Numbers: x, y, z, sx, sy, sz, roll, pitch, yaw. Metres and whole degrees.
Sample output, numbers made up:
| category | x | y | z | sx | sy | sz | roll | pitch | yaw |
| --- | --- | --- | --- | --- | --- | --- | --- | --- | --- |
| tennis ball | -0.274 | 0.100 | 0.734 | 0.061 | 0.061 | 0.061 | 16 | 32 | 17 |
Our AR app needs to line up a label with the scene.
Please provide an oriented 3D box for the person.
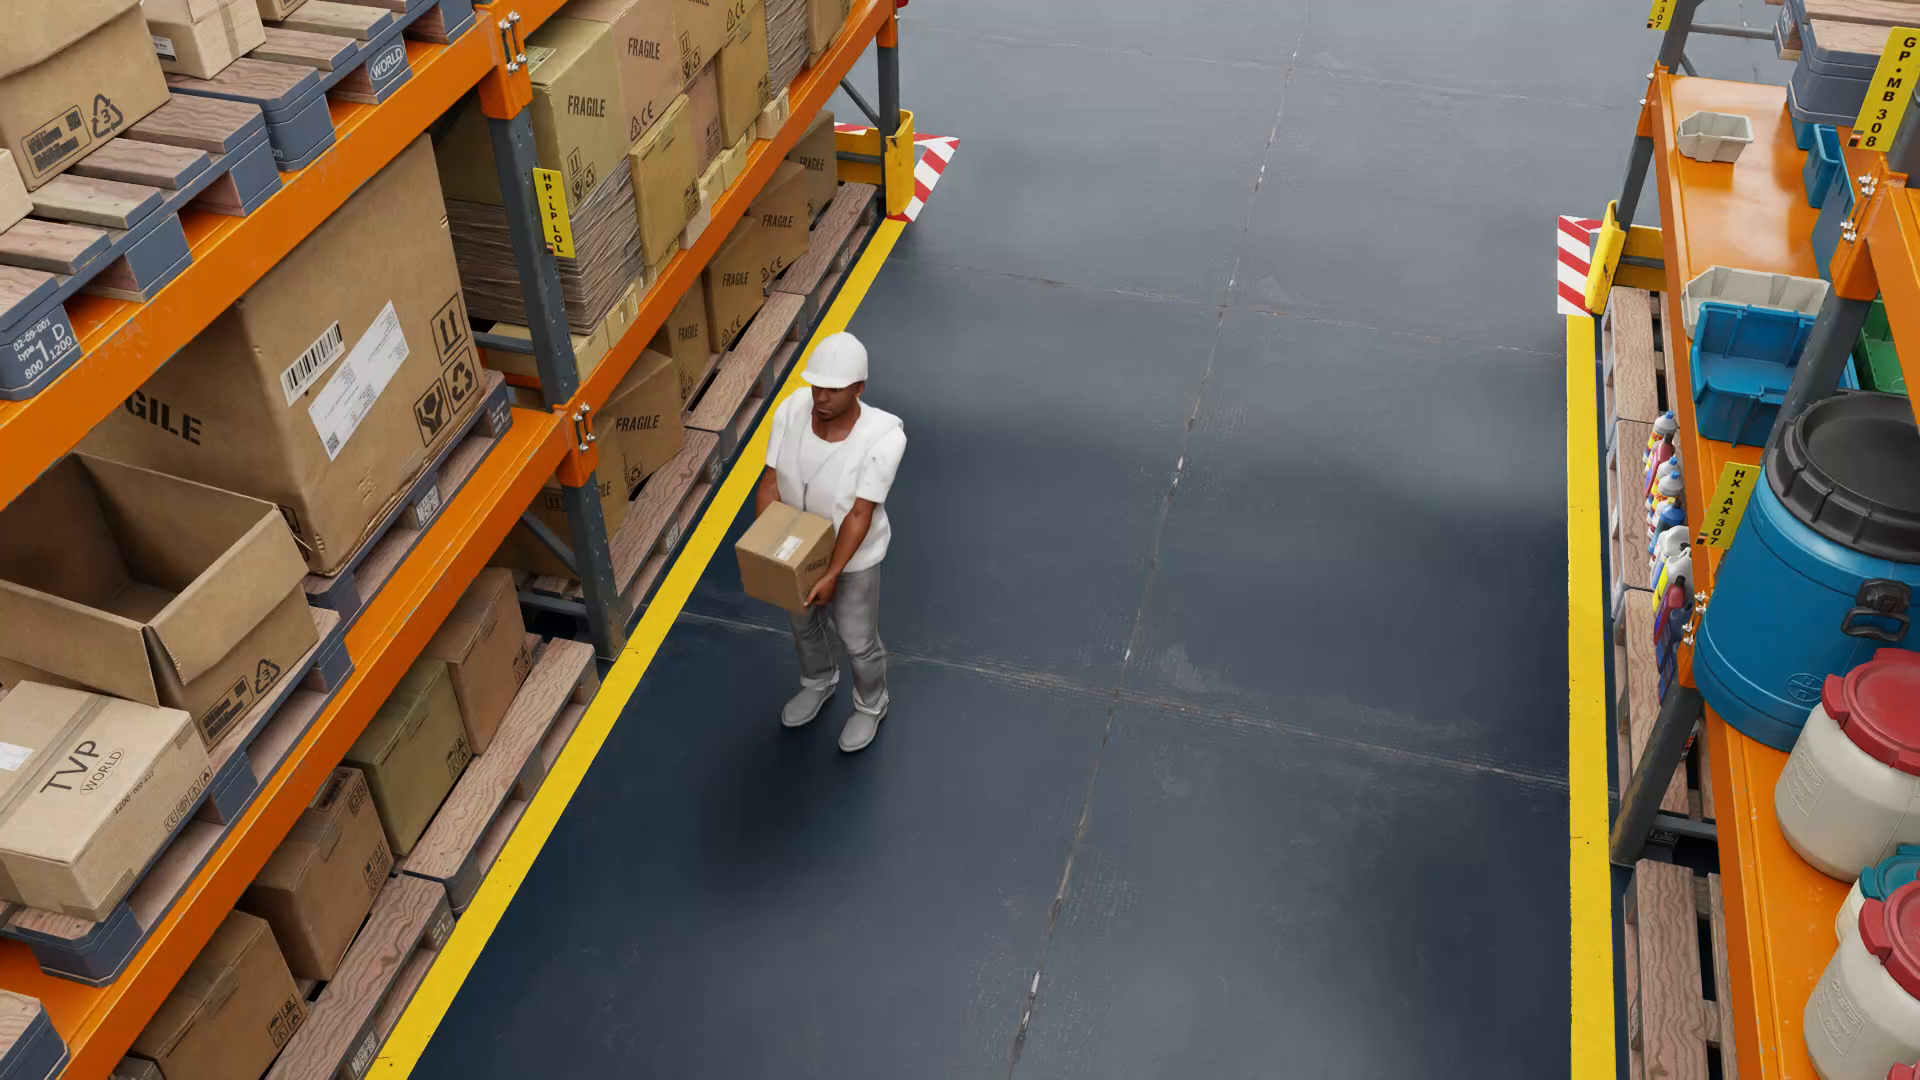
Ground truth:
| category | x | y | z | sx | sy | sz | roll | pitch | yaw |
| --- | --- | --- | --- | --- | --- | --- | --- | --- | --- |
| person | -0.503 | 0.080 | 6.051 | 0.502 | 1.761 | 0.587 | 20 | 45 | 21 |
